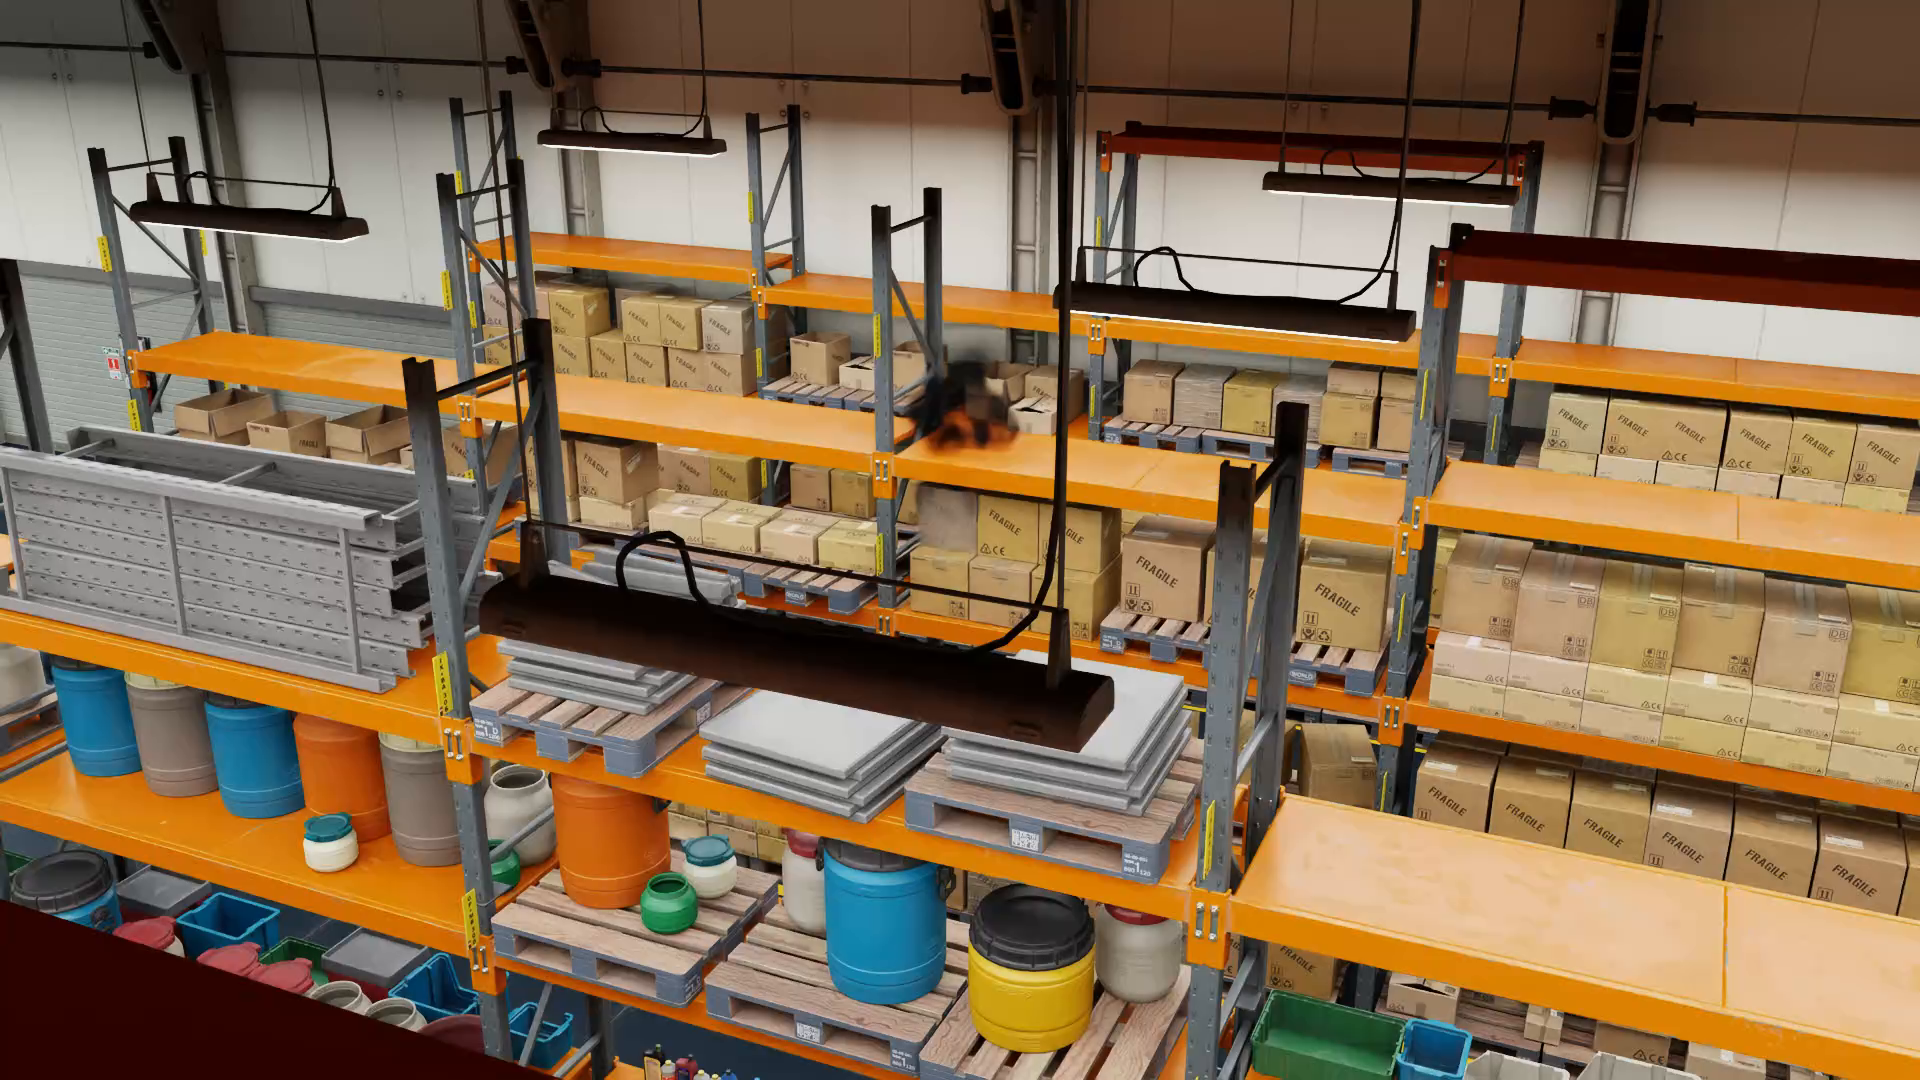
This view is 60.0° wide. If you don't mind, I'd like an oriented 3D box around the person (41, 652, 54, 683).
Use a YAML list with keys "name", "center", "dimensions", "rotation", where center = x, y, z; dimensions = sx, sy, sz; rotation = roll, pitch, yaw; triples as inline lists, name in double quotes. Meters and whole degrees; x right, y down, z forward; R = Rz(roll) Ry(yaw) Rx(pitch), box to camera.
- name: "person"
  center: [-9.572, 1.034, 17.701]
  dimensions: [0.708, 1.646, 0.555]
  rotation: [-12, 24, -29]
